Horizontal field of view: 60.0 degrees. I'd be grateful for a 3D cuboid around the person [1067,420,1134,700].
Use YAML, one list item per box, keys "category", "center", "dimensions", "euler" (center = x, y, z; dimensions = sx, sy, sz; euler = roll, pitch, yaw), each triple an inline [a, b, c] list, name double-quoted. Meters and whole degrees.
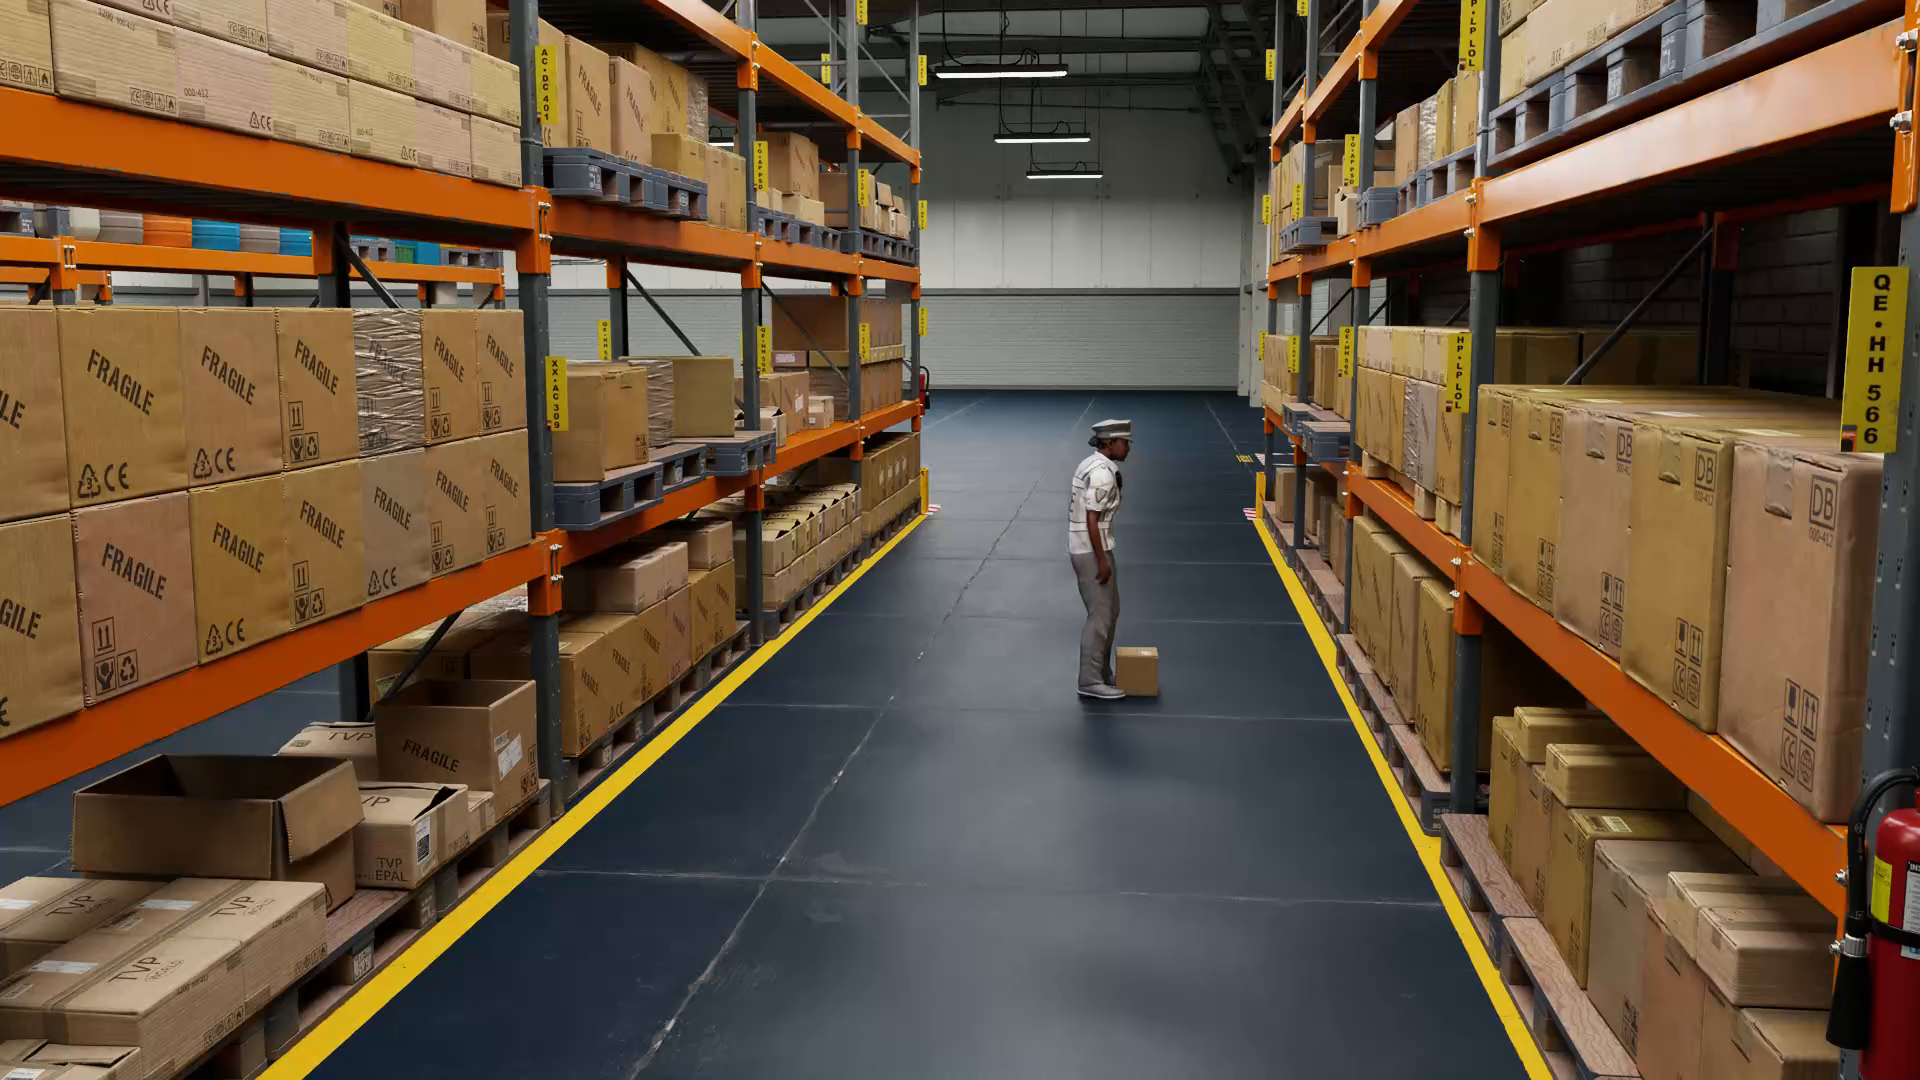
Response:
- category: "person"
  center: [0.854, 0.102, 10.052]
  dimensions: [0.416, 1.657, 0.513]
  euler: [1, 8, 6]
